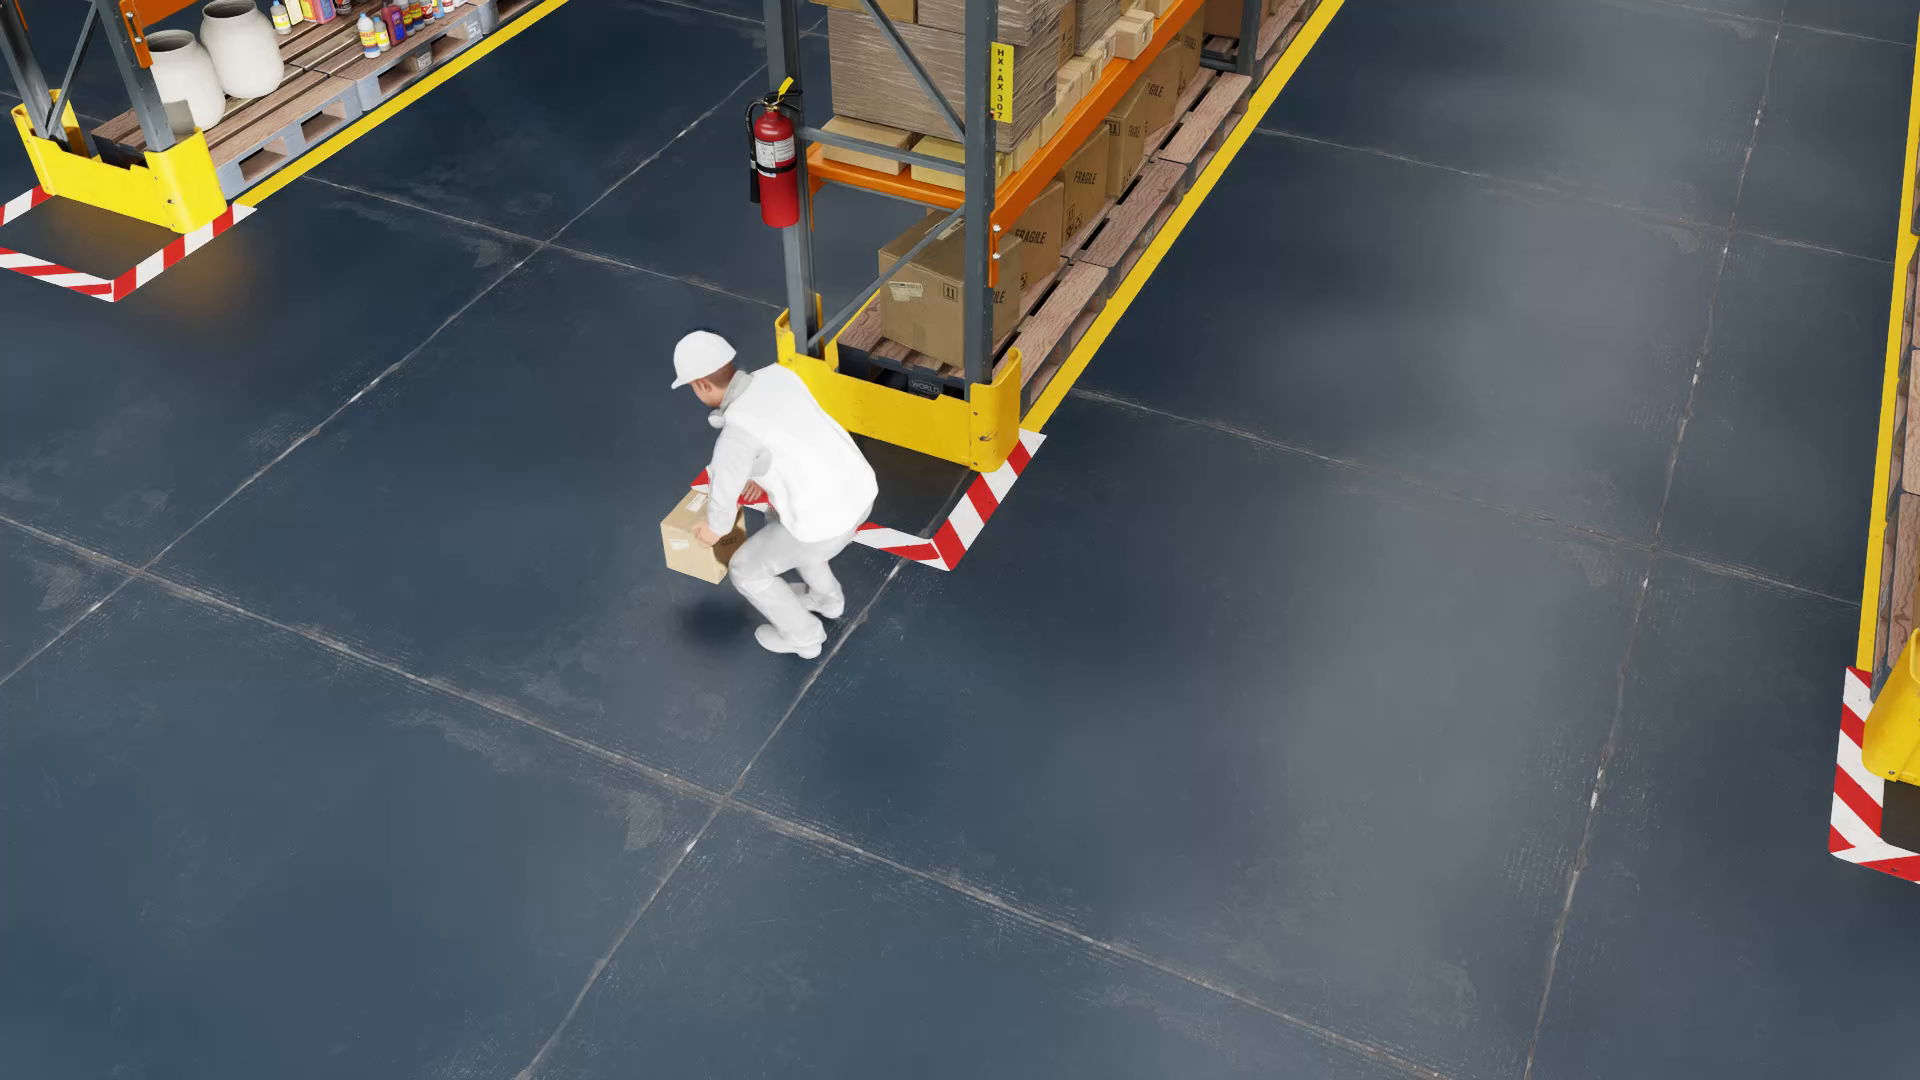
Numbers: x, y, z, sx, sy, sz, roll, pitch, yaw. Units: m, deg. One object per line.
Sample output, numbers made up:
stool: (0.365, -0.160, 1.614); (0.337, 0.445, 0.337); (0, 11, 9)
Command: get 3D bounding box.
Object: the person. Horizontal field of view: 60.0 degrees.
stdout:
person: (-0.730, -0.161, 6.589); (0.768, 1.422, 0.592); (17, 45, 19)
